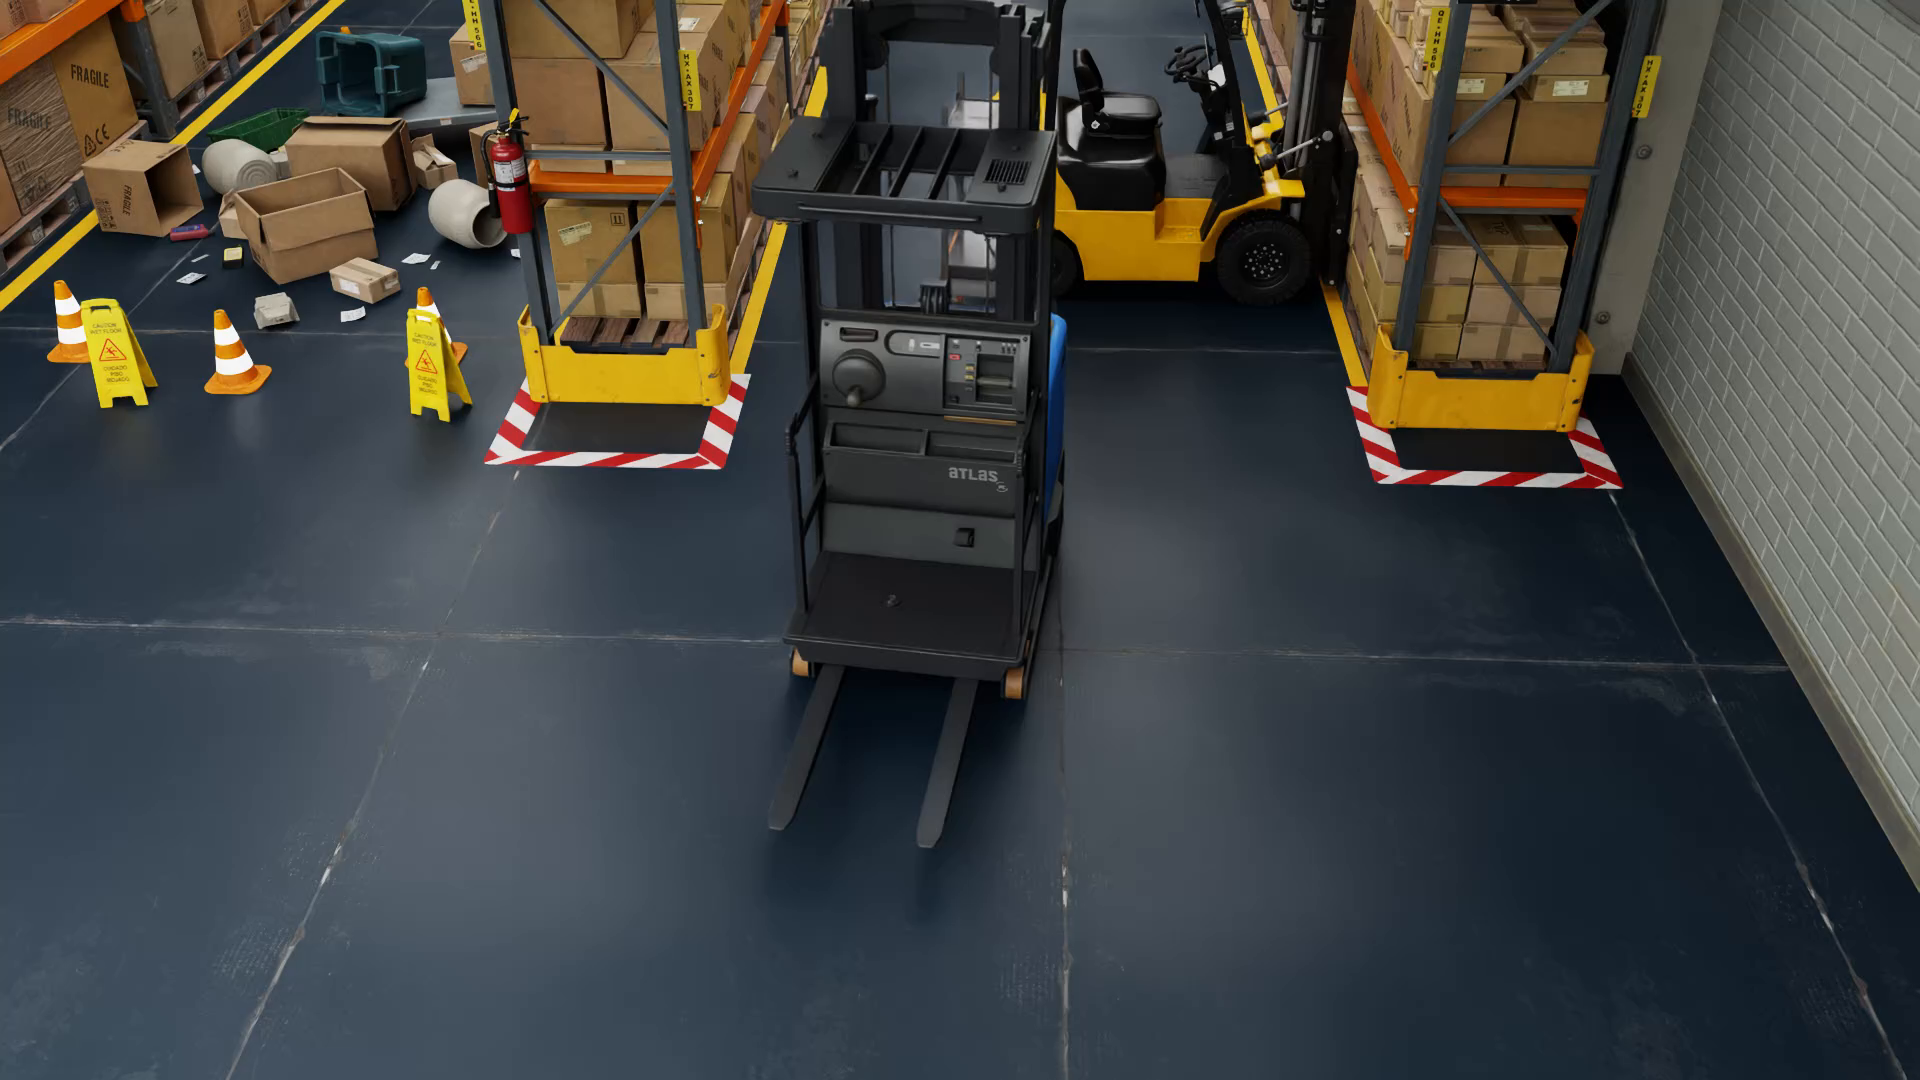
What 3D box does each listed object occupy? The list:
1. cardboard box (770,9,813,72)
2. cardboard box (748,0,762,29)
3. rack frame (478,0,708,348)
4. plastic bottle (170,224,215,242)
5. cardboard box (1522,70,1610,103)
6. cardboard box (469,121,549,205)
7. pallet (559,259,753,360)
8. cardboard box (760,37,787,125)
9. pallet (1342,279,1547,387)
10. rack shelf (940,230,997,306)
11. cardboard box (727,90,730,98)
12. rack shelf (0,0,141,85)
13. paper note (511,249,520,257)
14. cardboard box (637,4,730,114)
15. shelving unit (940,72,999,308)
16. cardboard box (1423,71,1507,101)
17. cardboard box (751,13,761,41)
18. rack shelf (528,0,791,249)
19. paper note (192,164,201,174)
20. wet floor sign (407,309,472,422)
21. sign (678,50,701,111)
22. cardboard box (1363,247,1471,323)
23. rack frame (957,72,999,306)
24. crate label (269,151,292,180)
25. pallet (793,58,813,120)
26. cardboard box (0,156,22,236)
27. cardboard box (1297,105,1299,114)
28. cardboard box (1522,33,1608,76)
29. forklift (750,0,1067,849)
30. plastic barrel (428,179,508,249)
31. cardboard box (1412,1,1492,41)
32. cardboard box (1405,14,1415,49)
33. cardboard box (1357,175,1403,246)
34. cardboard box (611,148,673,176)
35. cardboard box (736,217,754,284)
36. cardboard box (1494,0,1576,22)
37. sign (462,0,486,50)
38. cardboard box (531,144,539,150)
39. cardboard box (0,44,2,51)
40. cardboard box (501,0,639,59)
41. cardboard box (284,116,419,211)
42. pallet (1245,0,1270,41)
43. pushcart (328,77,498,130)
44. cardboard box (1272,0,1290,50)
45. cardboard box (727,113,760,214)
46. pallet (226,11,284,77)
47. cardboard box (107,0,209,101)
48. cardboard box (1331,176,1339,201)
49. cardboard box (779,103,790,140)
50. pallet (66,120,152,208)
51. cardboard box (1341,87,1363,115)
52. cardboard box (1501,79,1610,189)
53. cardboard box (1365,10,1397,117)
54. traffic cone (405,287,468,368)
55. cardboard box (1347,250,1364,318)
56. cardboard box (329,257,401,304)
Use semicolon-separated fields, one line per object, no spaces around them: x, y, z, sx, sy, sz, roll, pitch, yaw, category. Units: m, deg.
-1.769;-4.196;13.978;0.950;0.372;0.625;3;35;5;cardboard box
-1.612;-3.693;10.995;0.500;0.500;0.500;2;35;3;cardboard box
-1.973;-2.087;9.056;1.000;3.000;0.127;1;35;2;rack frame
-5.413;-2.172;11.733;0.283;0.061;0.133;-10;36;-14;plastic bottle
3.259;-2.470;8.950;0.380;0.149;0.250;0;35;1;cardboard box
-3.215;-2.779;12.213;0.500;0.500;0.500;28;44;33;cardboard box
-1.902;-1.456;10.583;1.003;0.211;1.213;1;35;2;pallet
-1.568;-3.393;12.288;0.500;0.500;0.500;1;35;1;cardboard box
2.975;-1.274;10.325;1.003;0.211;1.213;1;35;2;pallet
0.146;-1.340;8.800;0.431;0.518;0.480;5;35;8;rack shelf
-1.632;-2.765;10.239;0.380;0.149;0.250;2;35;3;cardboard box
-6.843;-2.998;10.978;1.077;0.370;4.000;1;35;2;rack shelf
-3.031;-1.996;11.509;0.142;0.019;0.148;-10;36;-14;paper note
-1.660;-2.813;9.744;0.500;0.500;0.500;2;35;3;cardboard box
0.146;-1.351;8.793;0.431;2.100;0.503;5;35;8;shelving unit
2.720;-2.486;8.974;0.380;0.149;0.250;2;35;3;cardboard box
-1.559;-3.507;11.295;0.380;0.149;0.250;1;35;1;cardboard box
-1.893;-2.942;10.898;1.077;0.370;4.000;1;35;2;rack shelf
-5.885;-2.820;12.681;0.147;0.020;0.142;-24;42;-30;paper note
-3.050;-1.039;9.613;0.267;0.644;0.232;13;37;18;wet floor sign
-1.431;-2.429;8.790;0.100;0.325;0.005;1;35;2;sign
2.694;-1.513;9.831;0.500;0.250;0.500;1;35;1;cardboard box
0.185;-1.490;8.990;0.400;2.100;0.015;5;35;8;rack frame
-5.189;-2.849;12.630;0.298;0.136;0.250;-24;42;-30;crate label
-1.783;-3.692;13.765;1.003;0.211;1.213;1;35;2;pallet
-6.929;-2.342;10.903;0.875;0.875;0.875;1;35;1;cardboard box
2.797;-3.049;12.452;0.500;0.250;0.500;2;35;2;cardboard box
3.213;-2.590;8.863;0.380;0.149;0.250;1;35;1;cardboard box
-0.188;-0.690;7.128;1.130;2.935;3.031;5;35;8;forklift
-3.403;-2.255;11.536;0.512;0.421;0.421;28;44;33;plastic barrel
2.753;-2.906;9.313;0.380;0.149;0.250;2;35;3;cardboard box
2.794;-2.924;9.596;0.380;0.149;0.250;1;35;2;cardboard box
2.708;-1.996;10.083;0.500;0.250;0.500;2;35;3;cardboard box
-1.753;-2.175;9.400;0.380;0.149;0.250;1;35;2;cardboard box
-1.637;-1.884;10.794;0.500;0.250;0.500;3;35;4;cardboard box
3.279;-3.034;9.494;0.380;0.149;0.250;2;35;2;cardboard box
-2.527;-2.714;8.667;0.100;0.325;0.005;1;35;2;sign
-2.273;-2.352;9.652;0.380;0.149;0.250;1;35;1;cardboard box
-6.826;-3.360;10.737;0.875;0.550;0.500;1;35;2;cardboard box
-2.171;-2.957;9.079;0.700;0.500;0.500;1;35;1;cardboard box
-4.403;-2.726;12.019;0.797;0.637;0.503;1;35;2;cardboard box
3.236;-4.958;15.566;1.003;0.211;1.213;1;35;2;pallet
-4.093;-3.336;13.114;1.648;0.377;0.936;-10;36;-14;pushcart
3.224;-4.650;14.404;0.875;0.625;0.625;0;35;0;cardboard box
-1.619;-2.500;11.018;0.500;0.500;0.500;2;35;3;cardboard box
-6.761;-4.448;14.841;1.003;0.211;1.213;1;35;2;pallet
-6.828;-4.051;13.443;1.050;0.750;0.750;1;35;2;cardboard box
2.748;-2.385;11.072;0.500;0.250;0.500;1;35;2;cardboard box
-1.568;-3.086;12.504;0.500;0.250;0.500;3;35;4;cardboard box
-6.872;-2.865;12.589;1.003;0.211;1.213;1;35;2;pallet
2.775;-2.878;11.339;0.500;0.250;0.500;2;35;3;cardboard box
3.284;-2.294;9.263;0.500;0.500;0.500;2;35;3;cardboard box
2.794;-2.896;10.121;0.500;0.500;0.500;1;35;1;cardboard box
-3.245;-1.326;10.180;0.336;0.463;0.334;1;35;2;traffic cone
2.719;-1.584;10.367;0.500;0.250;0.500;1;35;2;cardboard box
-3.939;-1.720;11.013;0.380;0.149;0.250;20;40;26;cardboard box
